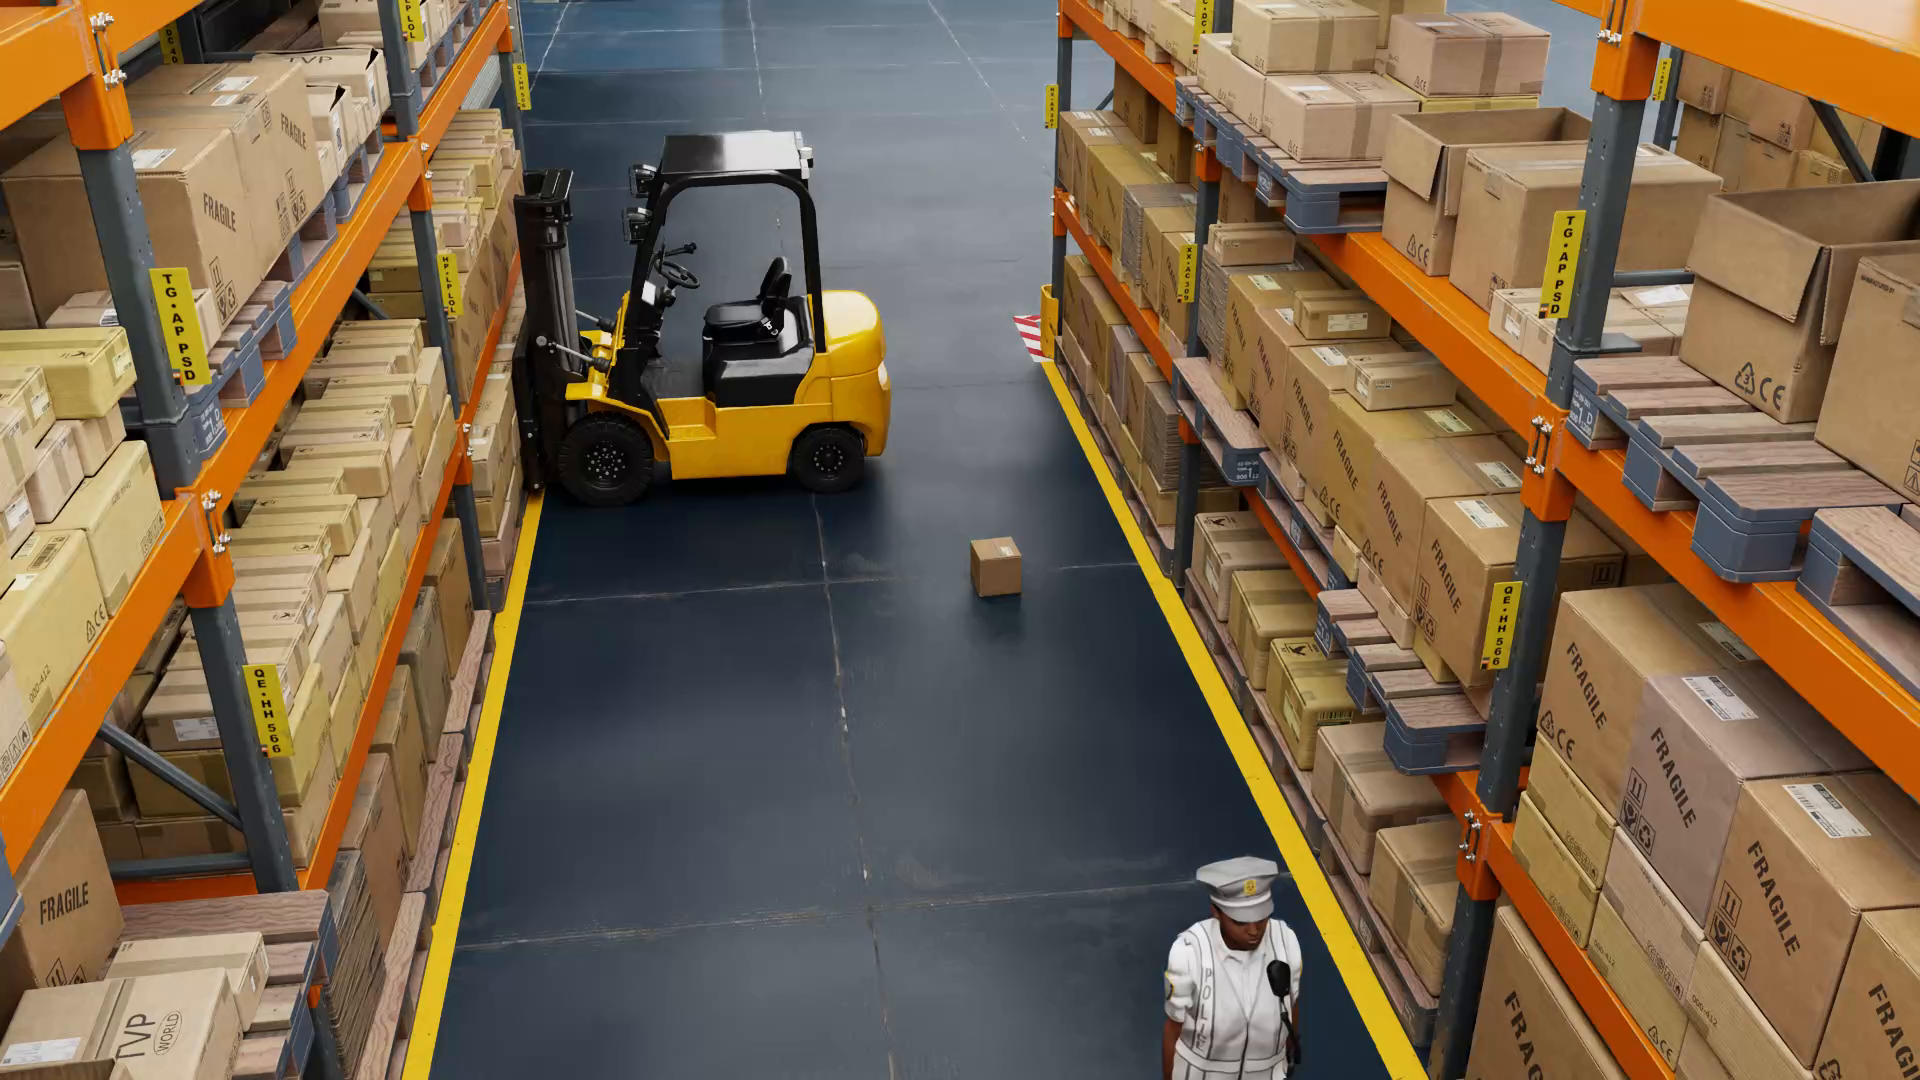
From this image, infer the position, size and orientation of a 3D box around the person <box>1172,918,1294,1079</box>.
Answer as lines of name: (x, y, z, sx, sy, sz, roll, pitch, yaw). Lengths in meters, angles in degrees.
person: (0.846, 1.799, 5.263, 0.406, 1.347, 0.418, -3, 27, -6)
